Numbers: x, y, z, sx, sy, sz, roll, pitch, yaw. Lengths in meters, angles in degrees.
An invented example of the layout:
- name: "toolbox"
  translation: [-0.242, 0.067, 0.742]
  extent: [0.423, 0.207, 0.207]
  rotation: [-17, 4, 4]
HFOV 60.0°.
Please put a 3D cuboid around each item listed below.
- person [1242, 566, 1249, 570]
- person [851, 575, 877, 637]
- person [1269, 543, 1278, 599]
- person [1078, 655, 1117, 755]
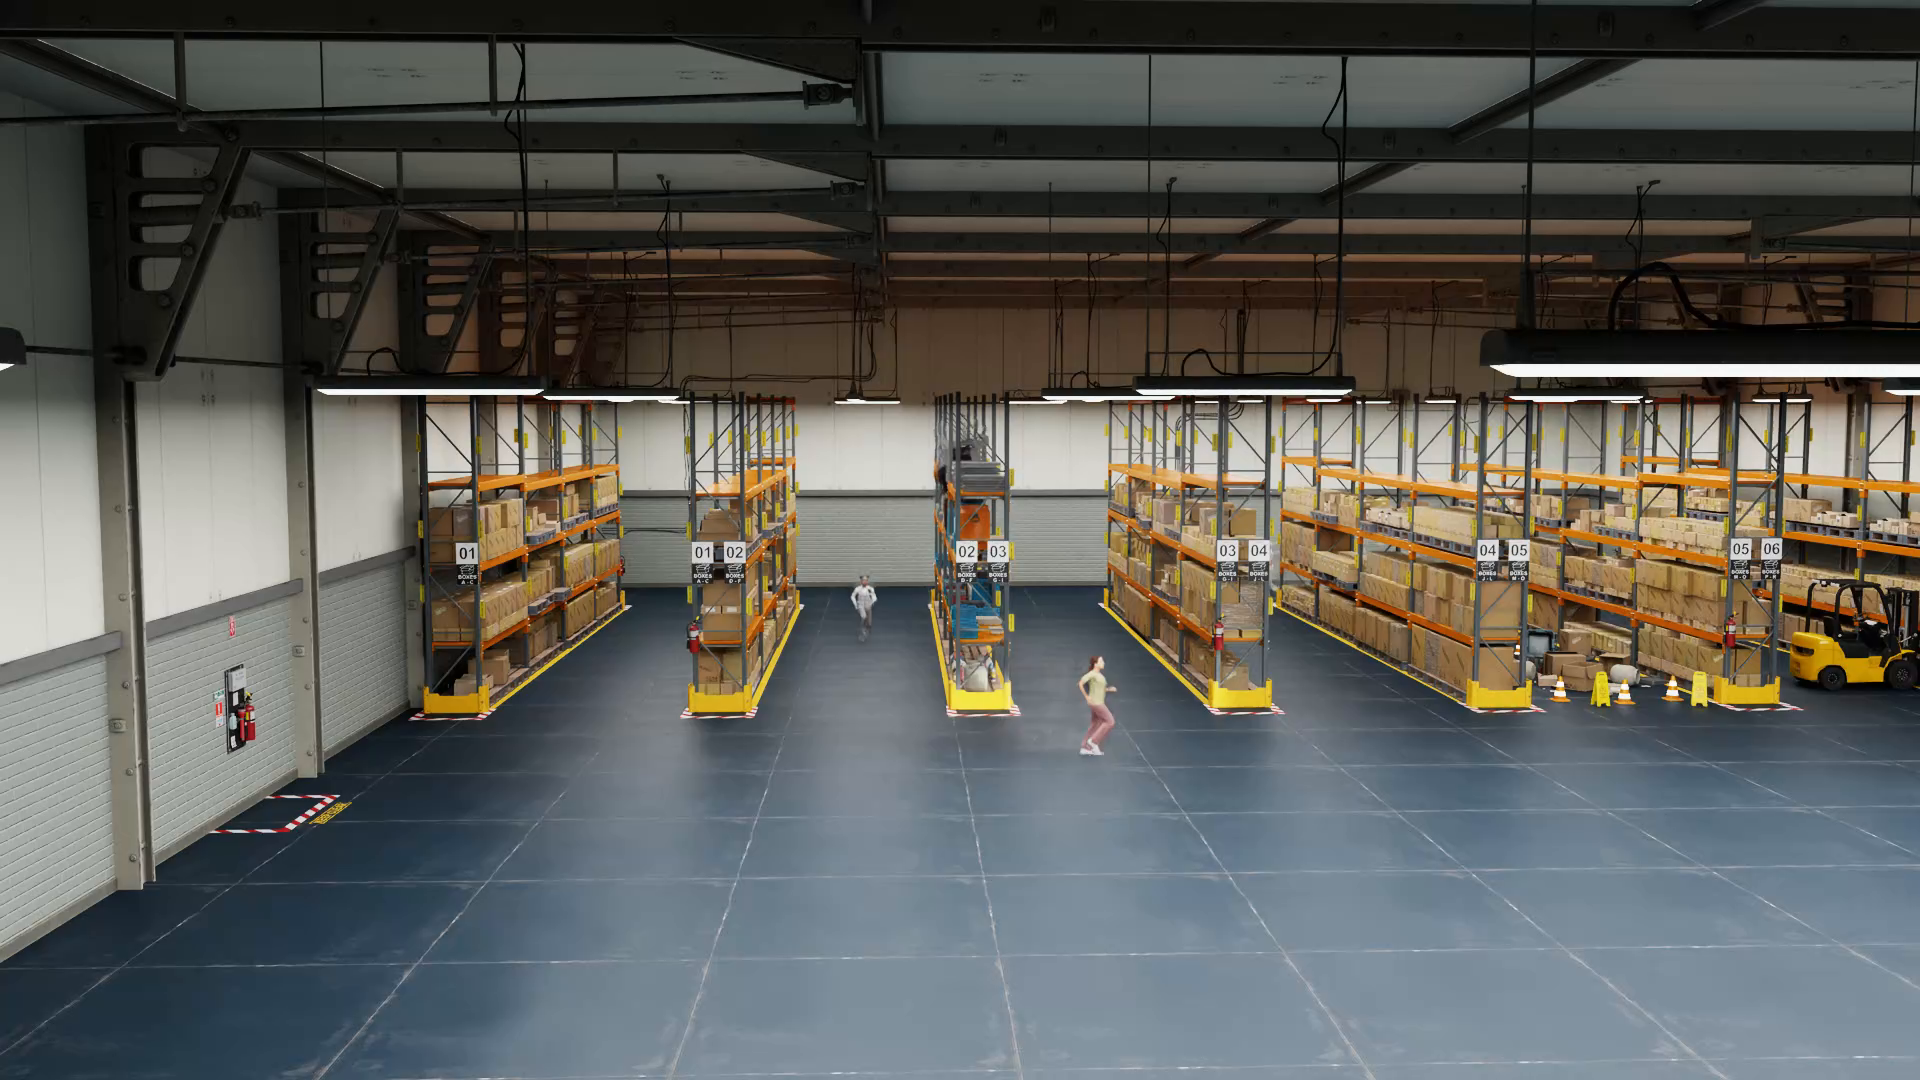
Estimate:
- name: "person"
  translation: [7.978, 1.138, 45.938]
  extent: [0.667, 1.817, 0.860]
  rotation: [0, 5, 1]
- name: "person"
  translation: [-2.323, 1.619, 40.349]
  extent: [0.621, 1.567, 0.796]
  rotation: [-1, 5, -11]
- name: "person"
  translation: [9.007, 0.914, 48.885]
  extent: [1.008, 1.779, 0.674]
  rotation: [-1, 5, -8]
- name: "person"
  translation: [2.271, 2.699, 27.267]
  extent: [0.597, 1.637, 0.564]
  rotation: [1, 5, 14]
